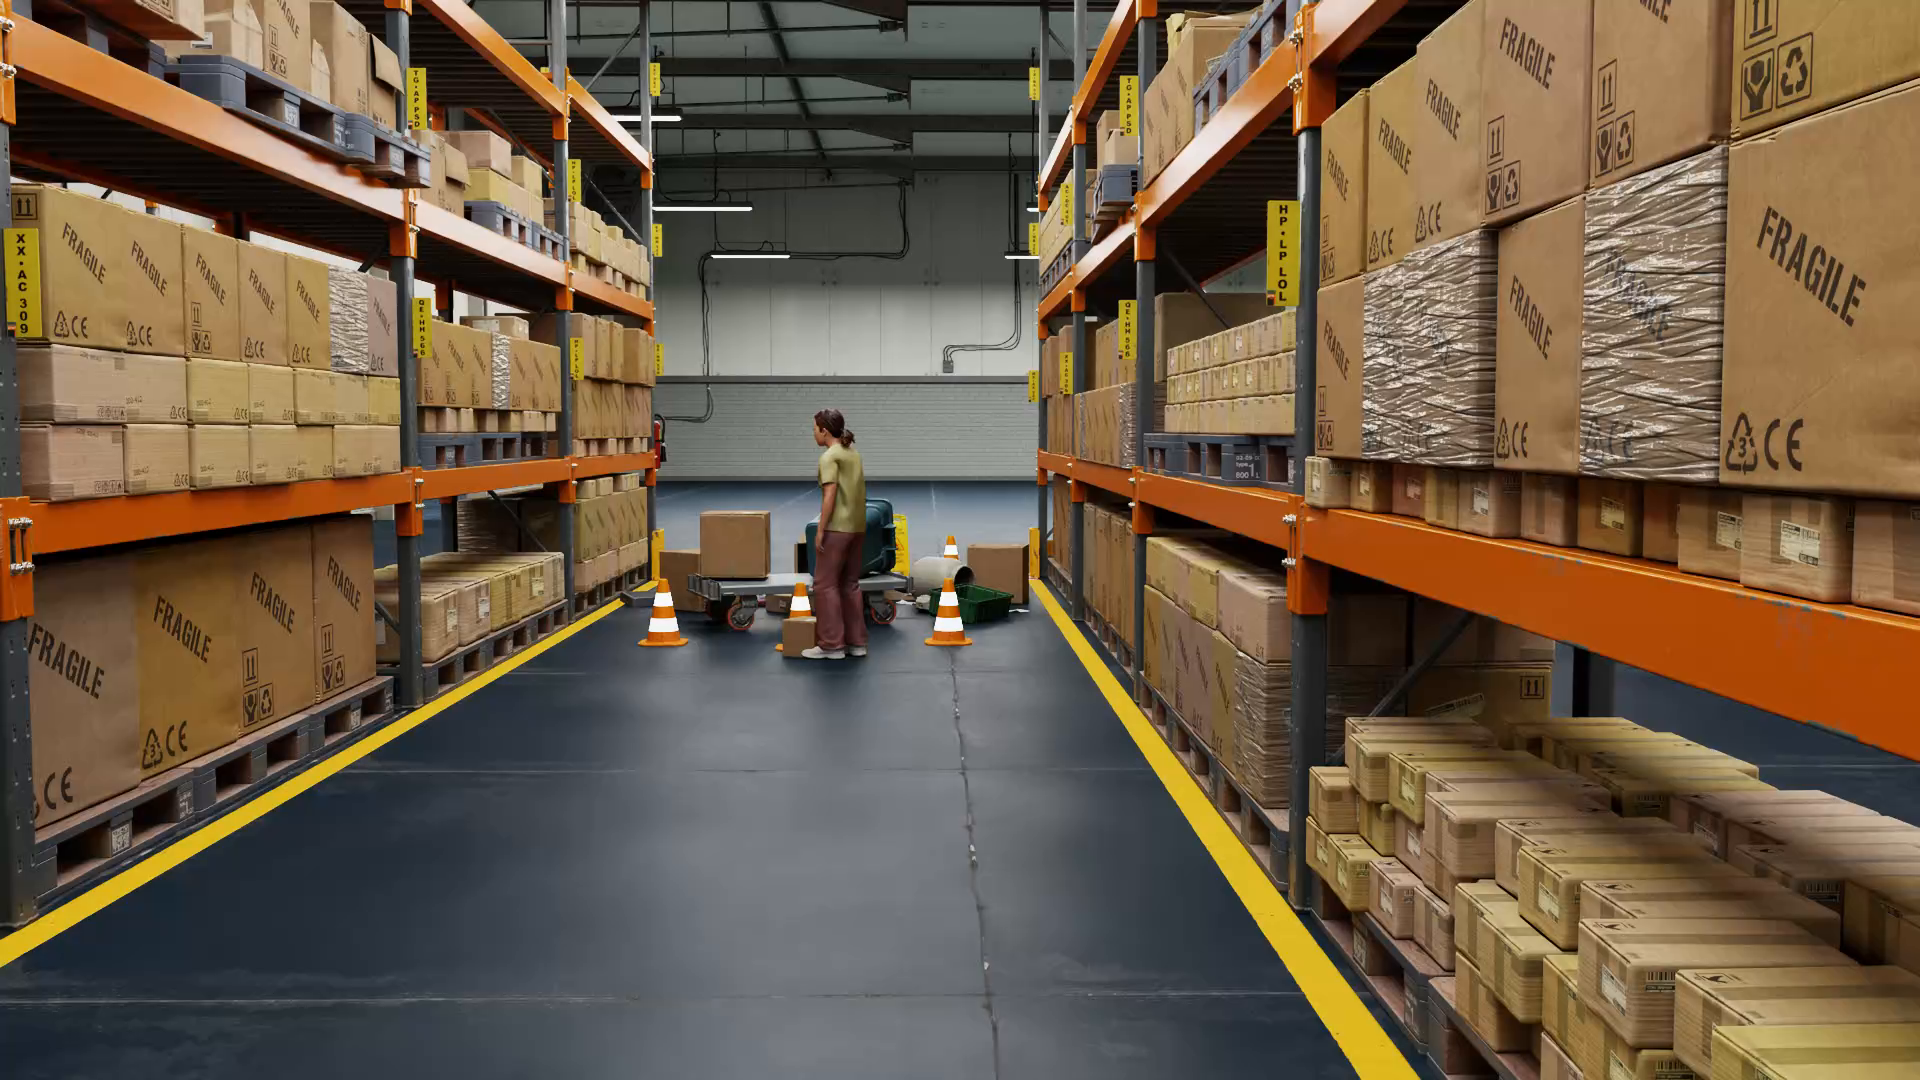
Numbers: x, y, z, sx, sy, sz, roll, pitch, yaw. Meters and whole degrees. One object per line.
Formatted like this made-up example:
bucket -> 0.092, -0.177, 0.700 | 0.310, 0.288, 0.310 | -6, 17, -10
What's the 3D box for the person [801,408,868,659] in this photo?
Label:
person -> -0.840, 0.073, 11.122 | 0.407, 1.438, 0.517 | 2, 4, 25
